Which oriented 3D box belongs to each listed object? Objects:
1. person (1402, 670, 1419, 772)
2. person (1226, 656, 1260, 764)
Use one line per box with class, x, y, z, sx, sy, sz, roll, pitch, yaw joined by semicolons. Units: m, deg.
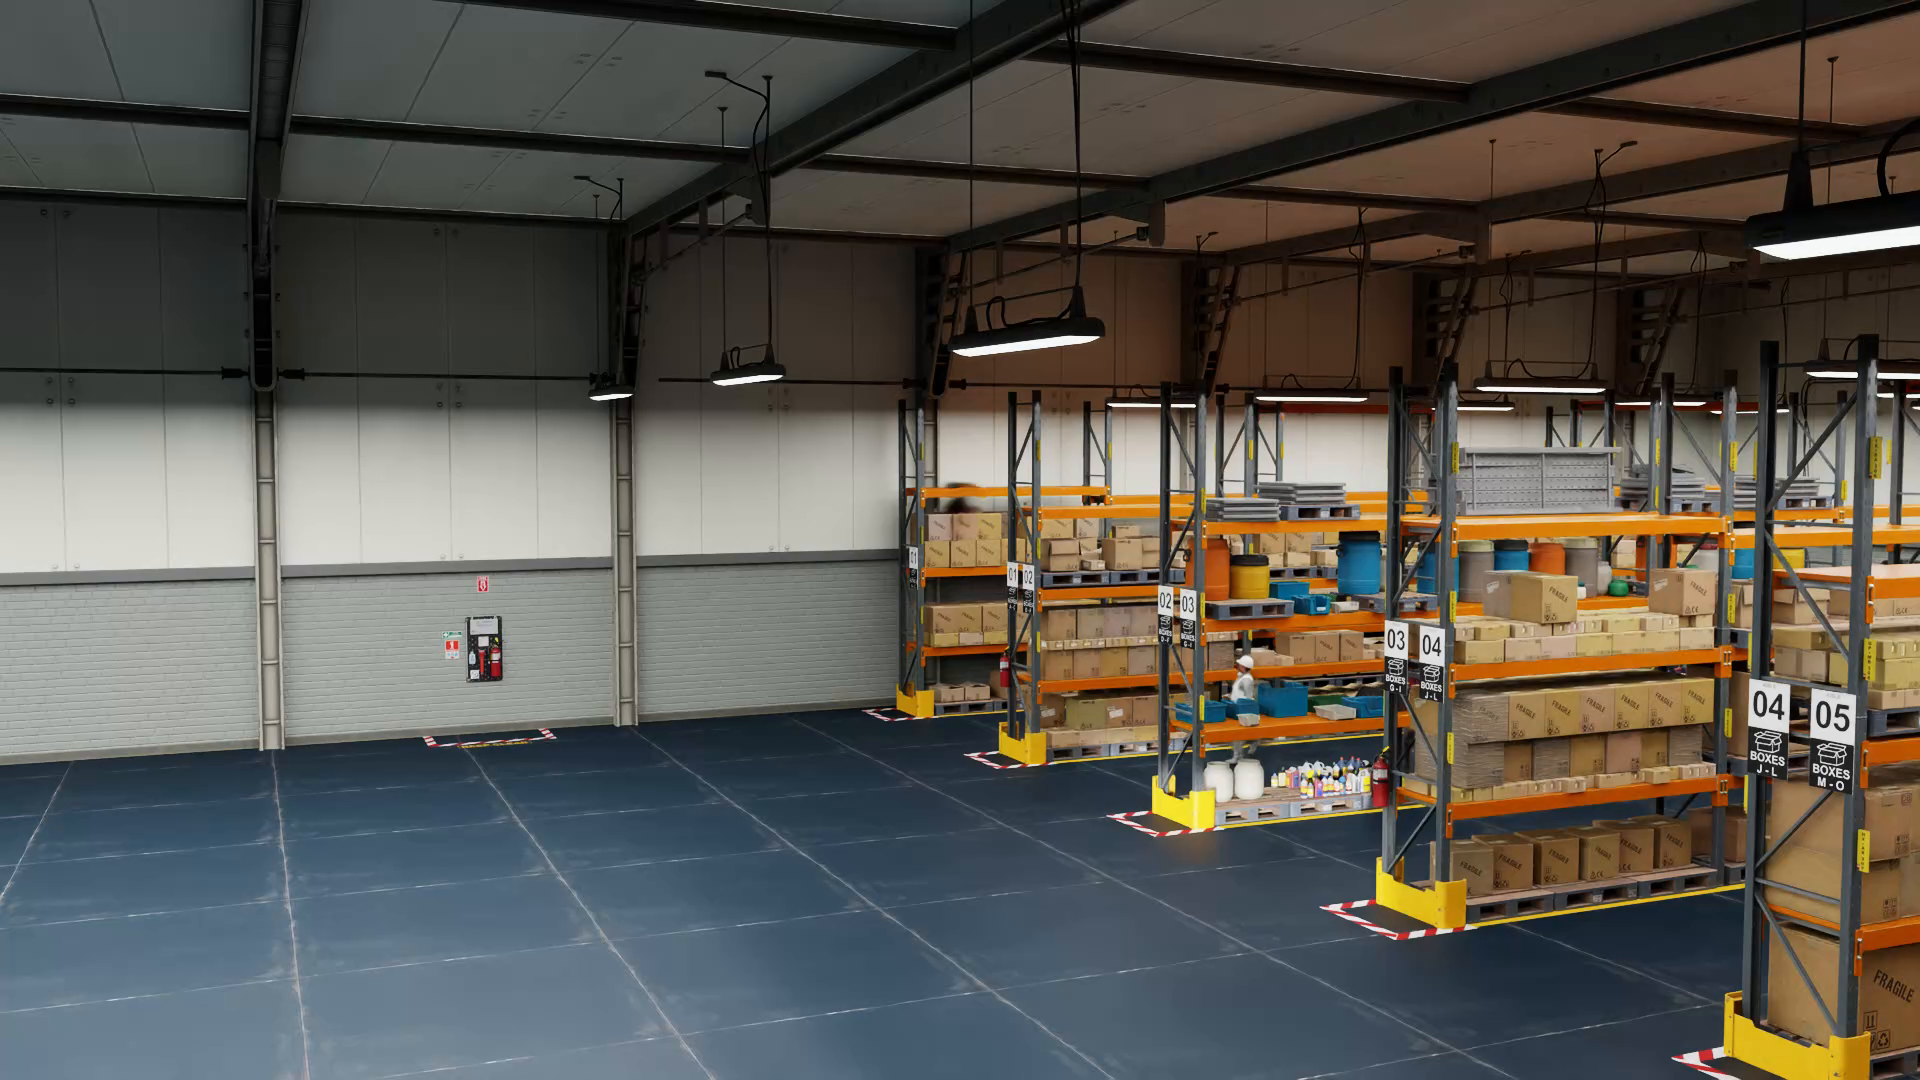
person;7.153;2.868;25.931;0.845;1.531;0.476;0;3;0
person;4.597;2.719;26.845;0.846;1.729;0.603;-2;4;-29
